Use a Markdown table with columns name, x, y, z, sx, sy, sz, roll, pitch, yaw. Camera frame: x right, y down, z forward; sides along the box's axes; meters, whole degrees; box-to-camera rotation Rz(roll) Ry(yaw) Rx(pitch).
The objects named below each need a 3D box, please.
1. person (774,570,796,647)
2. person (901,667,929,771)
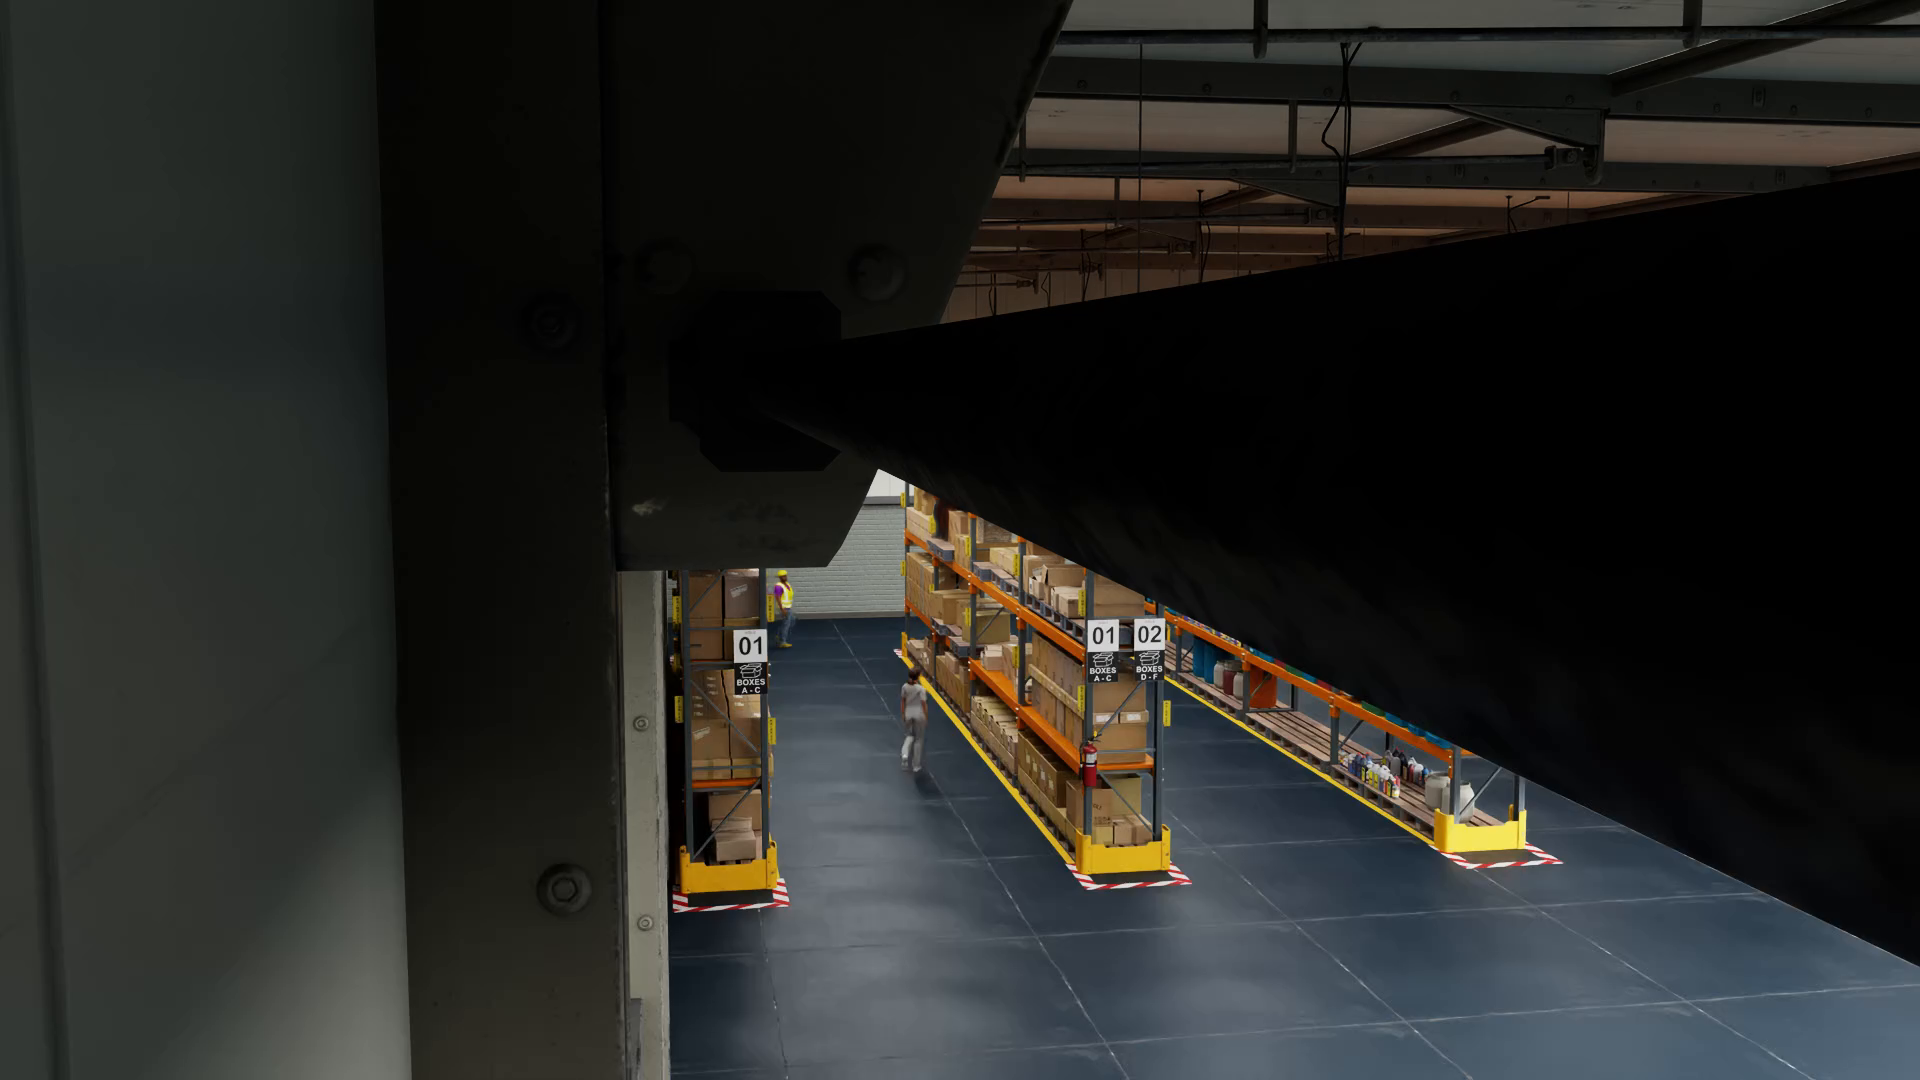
| name | x | y | z | sx | sy | sz | roll | pitch | yaw |
| --- | --- | --- | --- | --- | --- | --- | --- | --- | --- |
| person | -3.951 | 1.546 | 37.539 | 0.476 | 1.755 | 0.600 | 0 | 6 | -2 |
| person | -0.720 | 2.798 | 25.979 | 0.455 | 1.660 | 0.523 | 3 | 6 | 24 |
